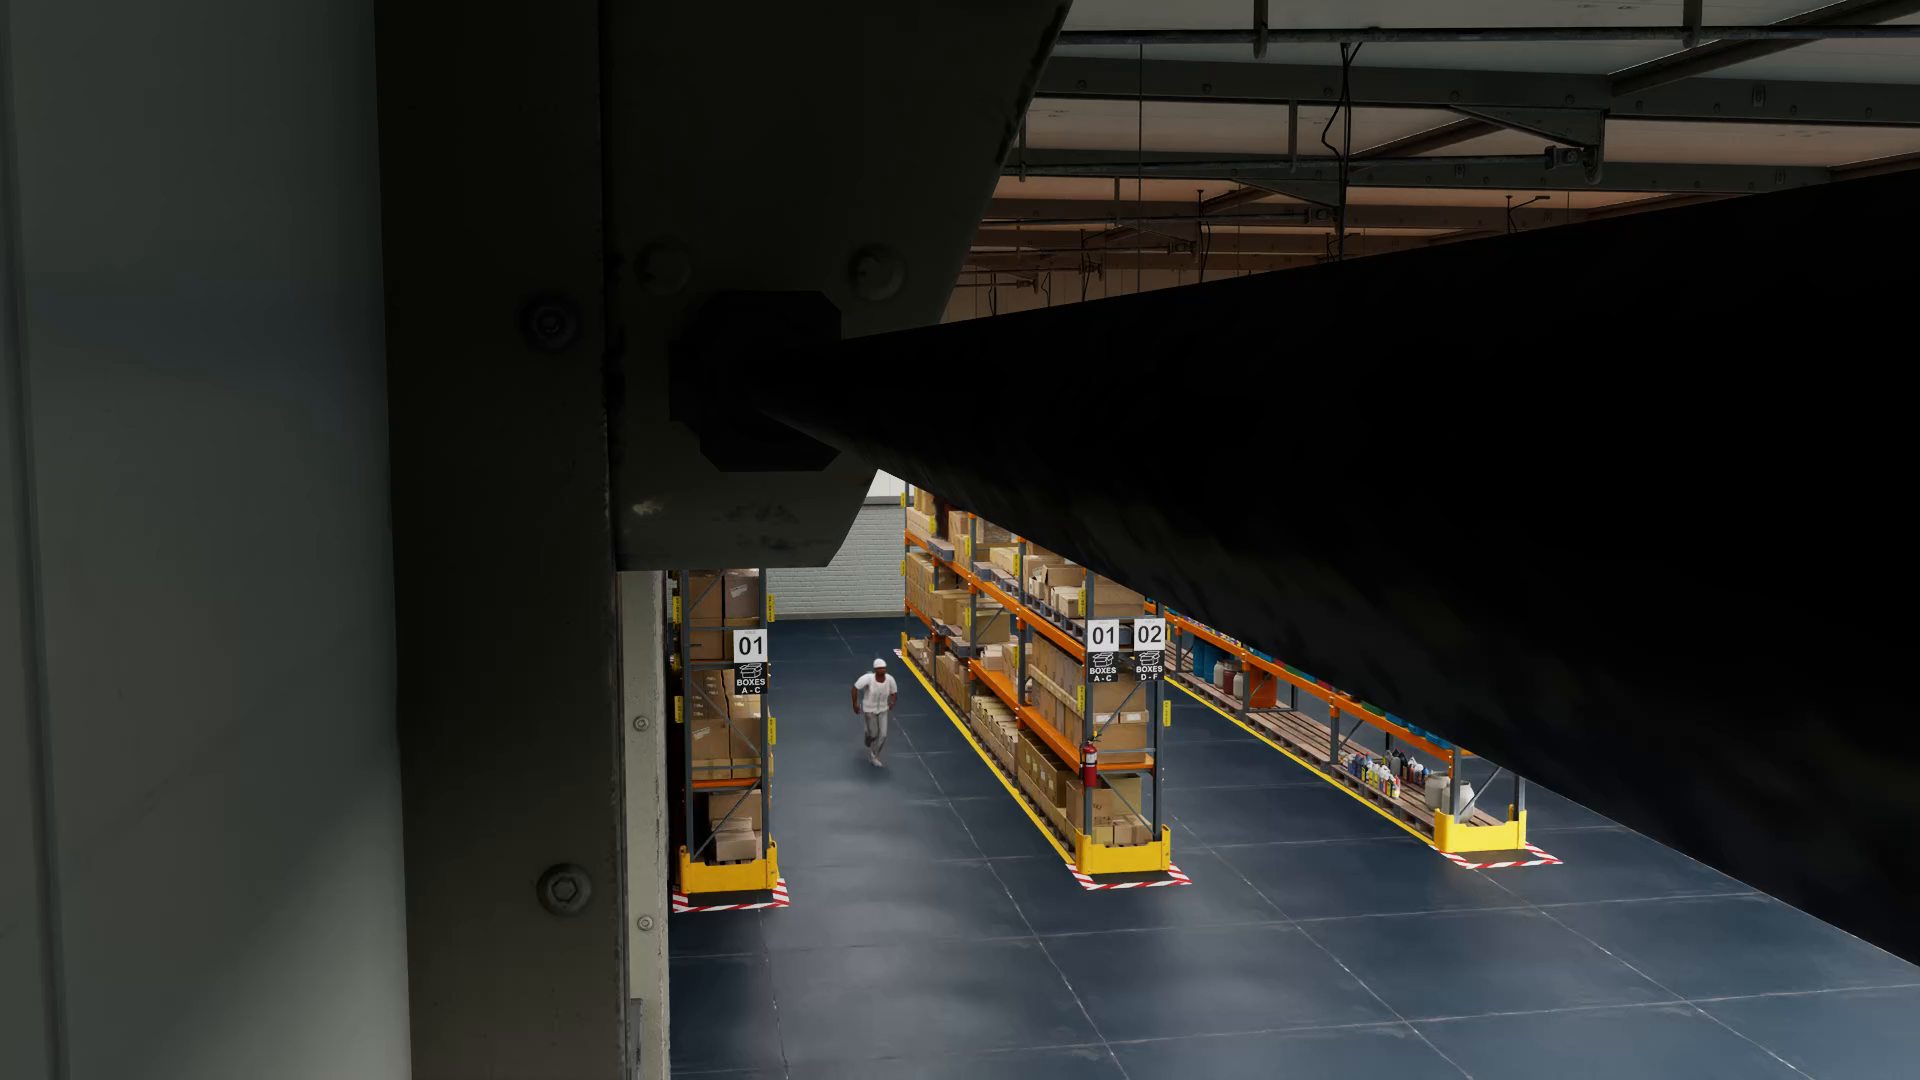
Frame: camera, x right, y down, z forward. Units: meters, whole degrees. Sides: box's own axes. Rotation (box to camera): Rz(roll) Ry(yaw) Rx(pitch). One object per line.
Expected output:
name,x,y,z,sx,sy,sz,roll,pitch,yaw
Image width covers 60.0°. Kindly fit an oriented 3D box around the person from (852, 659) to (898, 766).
person,-1.357,2.738,26.640,0.741,1.717,0.698,-2,6,-20
